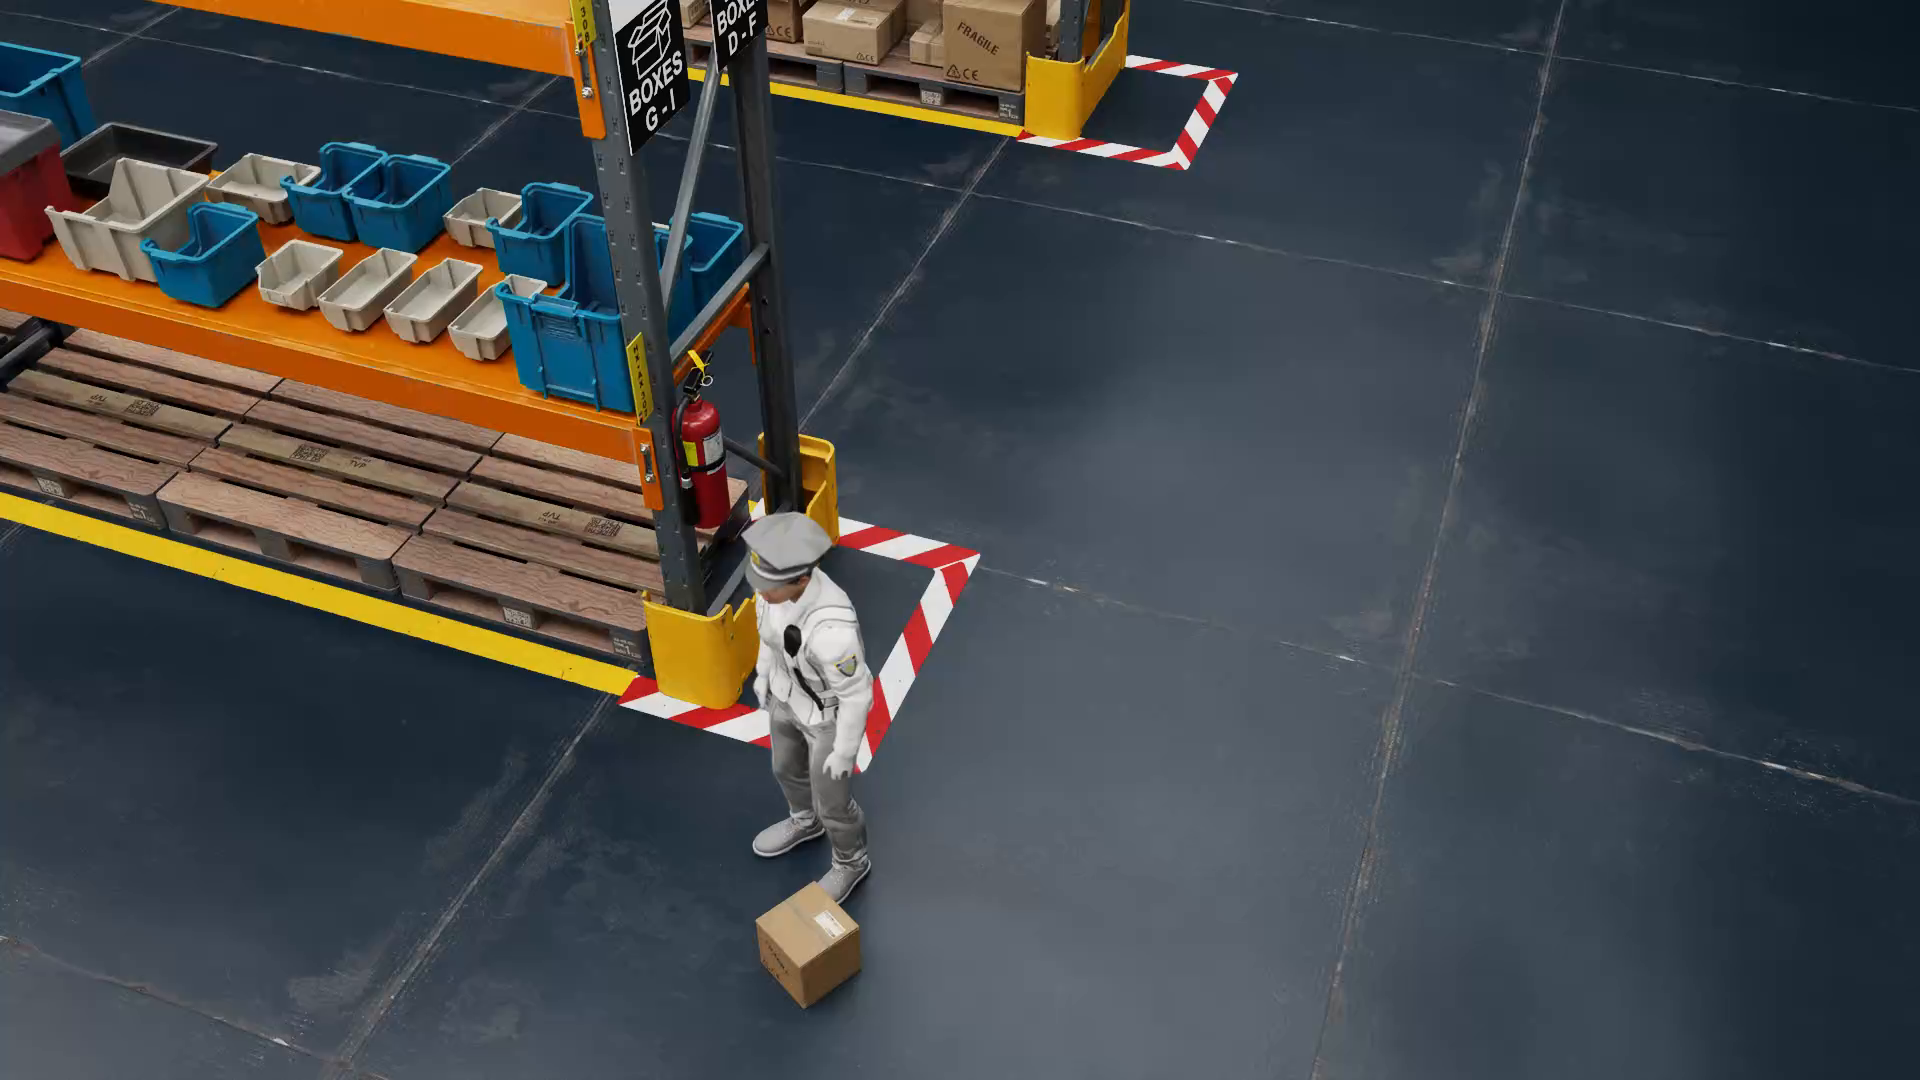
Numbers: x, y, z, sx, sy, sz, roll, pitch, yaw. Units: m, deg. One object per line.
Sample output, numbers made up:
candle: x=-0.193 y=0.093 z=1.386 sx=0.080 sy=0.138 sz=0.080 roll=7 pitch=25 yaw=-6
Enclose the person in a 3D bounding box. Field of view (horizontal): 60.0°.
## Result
person: x=-0.491 y=0.567 z=5.521 sx=0.371 sy=1.663 sz=0.530 roll=-28 pitch=49 yaw=-28
